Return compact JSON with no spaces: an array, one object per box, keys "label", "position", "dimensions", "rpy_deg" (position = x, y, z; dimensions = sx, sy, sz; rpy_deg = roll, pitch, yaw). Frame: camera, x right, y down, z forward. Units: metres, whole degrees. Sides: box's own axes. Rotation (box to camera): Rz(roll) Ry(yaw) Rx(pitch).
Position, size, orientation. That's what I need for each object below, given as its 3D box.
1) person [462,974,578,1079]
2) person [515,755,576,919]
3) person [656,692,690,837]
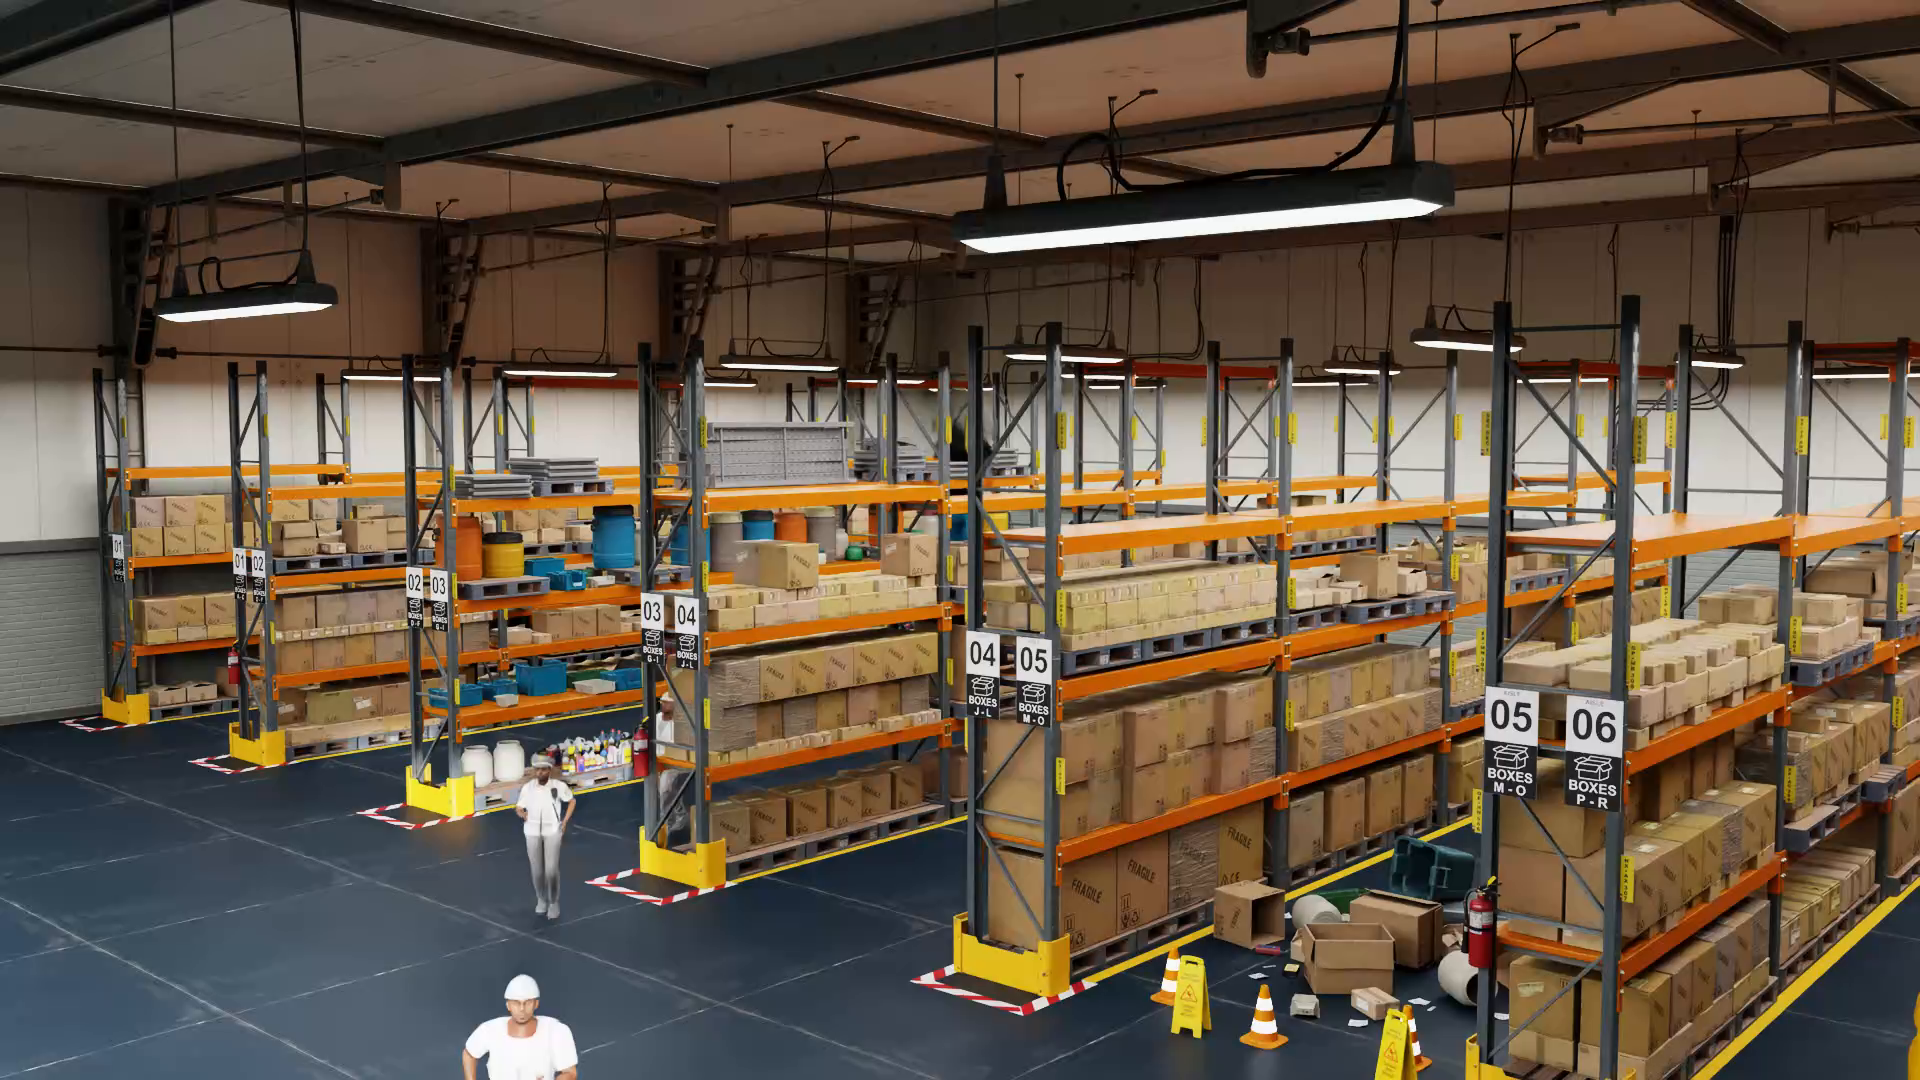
[{"label":"person","position":[-2.658,3.545,10.094],"dimensions":[0.669,1.823,0.751],"rpy_deg":[-1,4,-18]},{"label":"person","position":[-4.301,3.069,17.160],"dimensions":[0.585,1.722,0.622],"rpy_deg":[0,4,-1]},{"label":"person","position":[-3.570,2.765,20.382],"dimensions":[0.645,1.836,0.755],"rpy_deg":[3,5,35]}]
